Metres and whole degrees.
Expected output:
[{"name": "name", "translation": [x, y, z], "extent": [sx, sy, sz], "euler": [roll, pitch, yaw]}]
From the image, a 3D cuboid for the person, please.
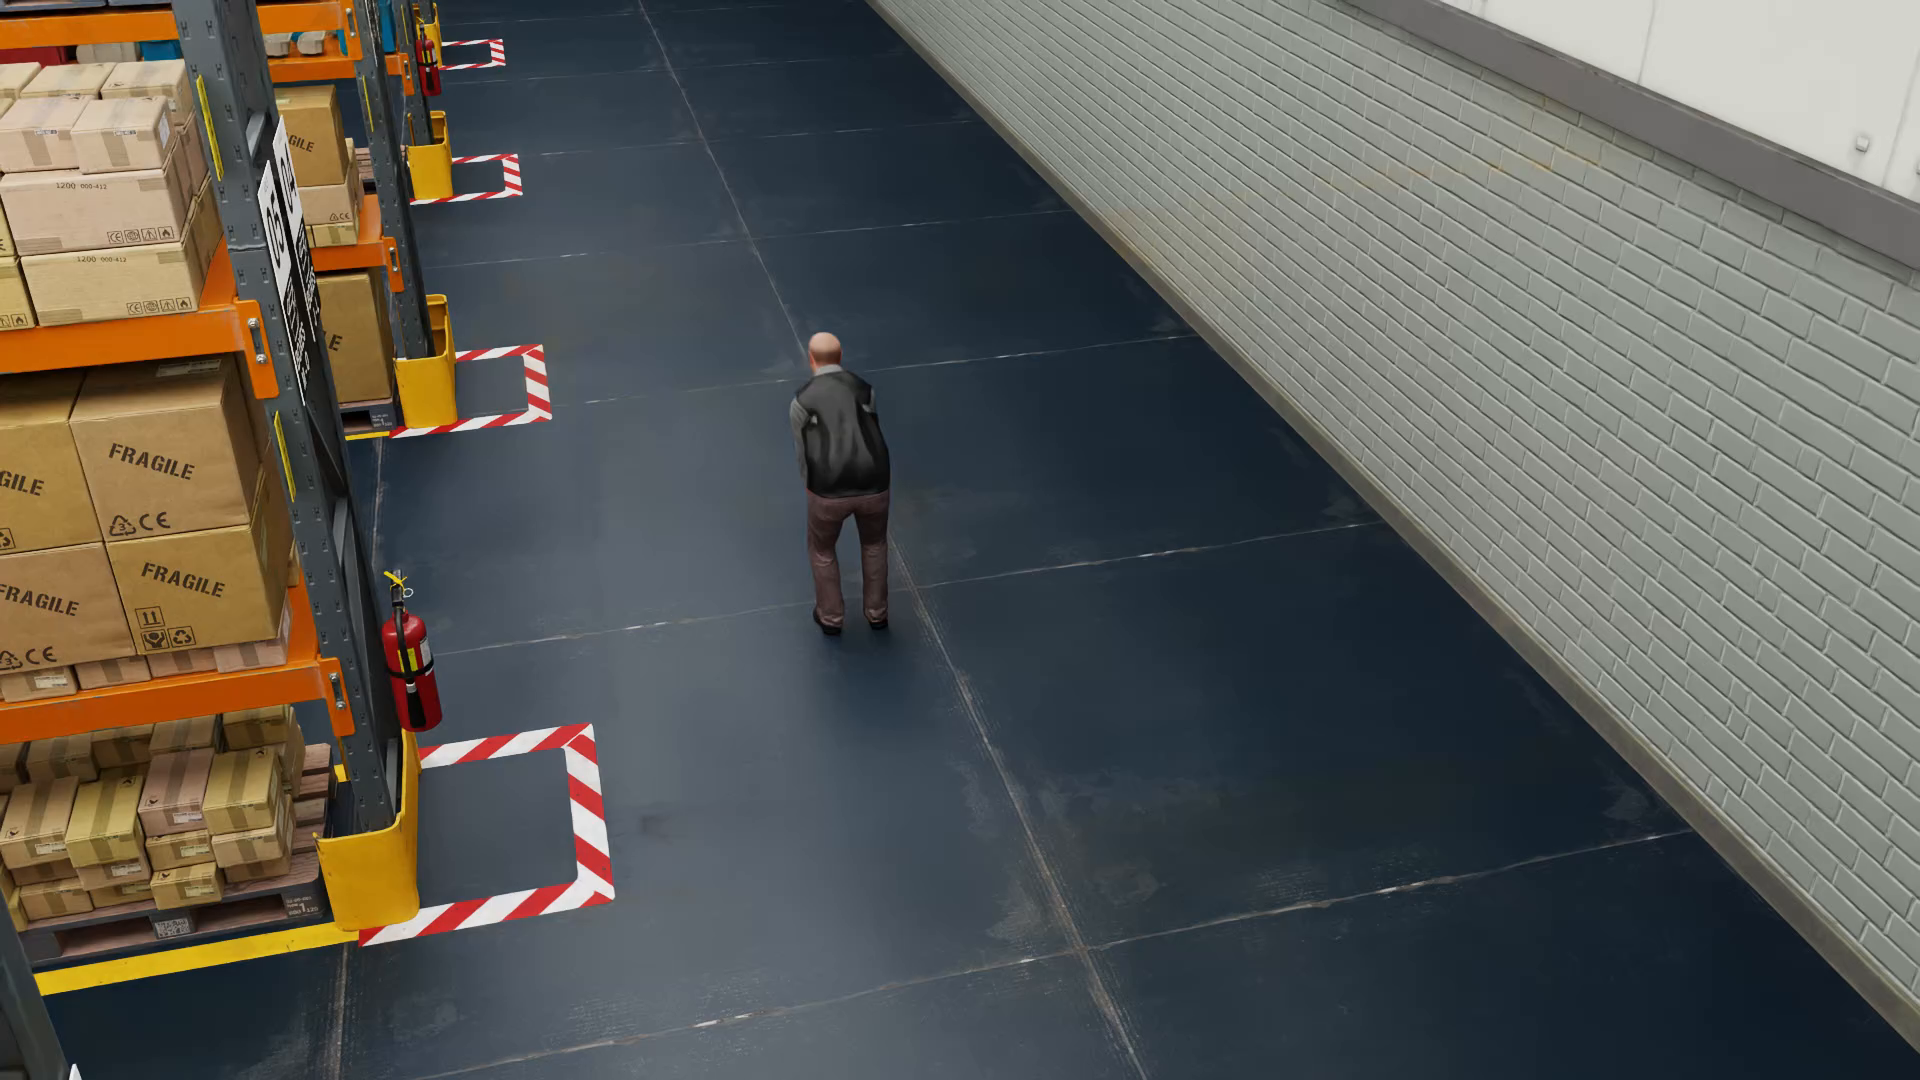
[{"name": "person", "translation": [-0.642, -0.288, 8.914], "extent": [0.472, 1.575, 0.700], "euler": [-8, 31, -14]}]
